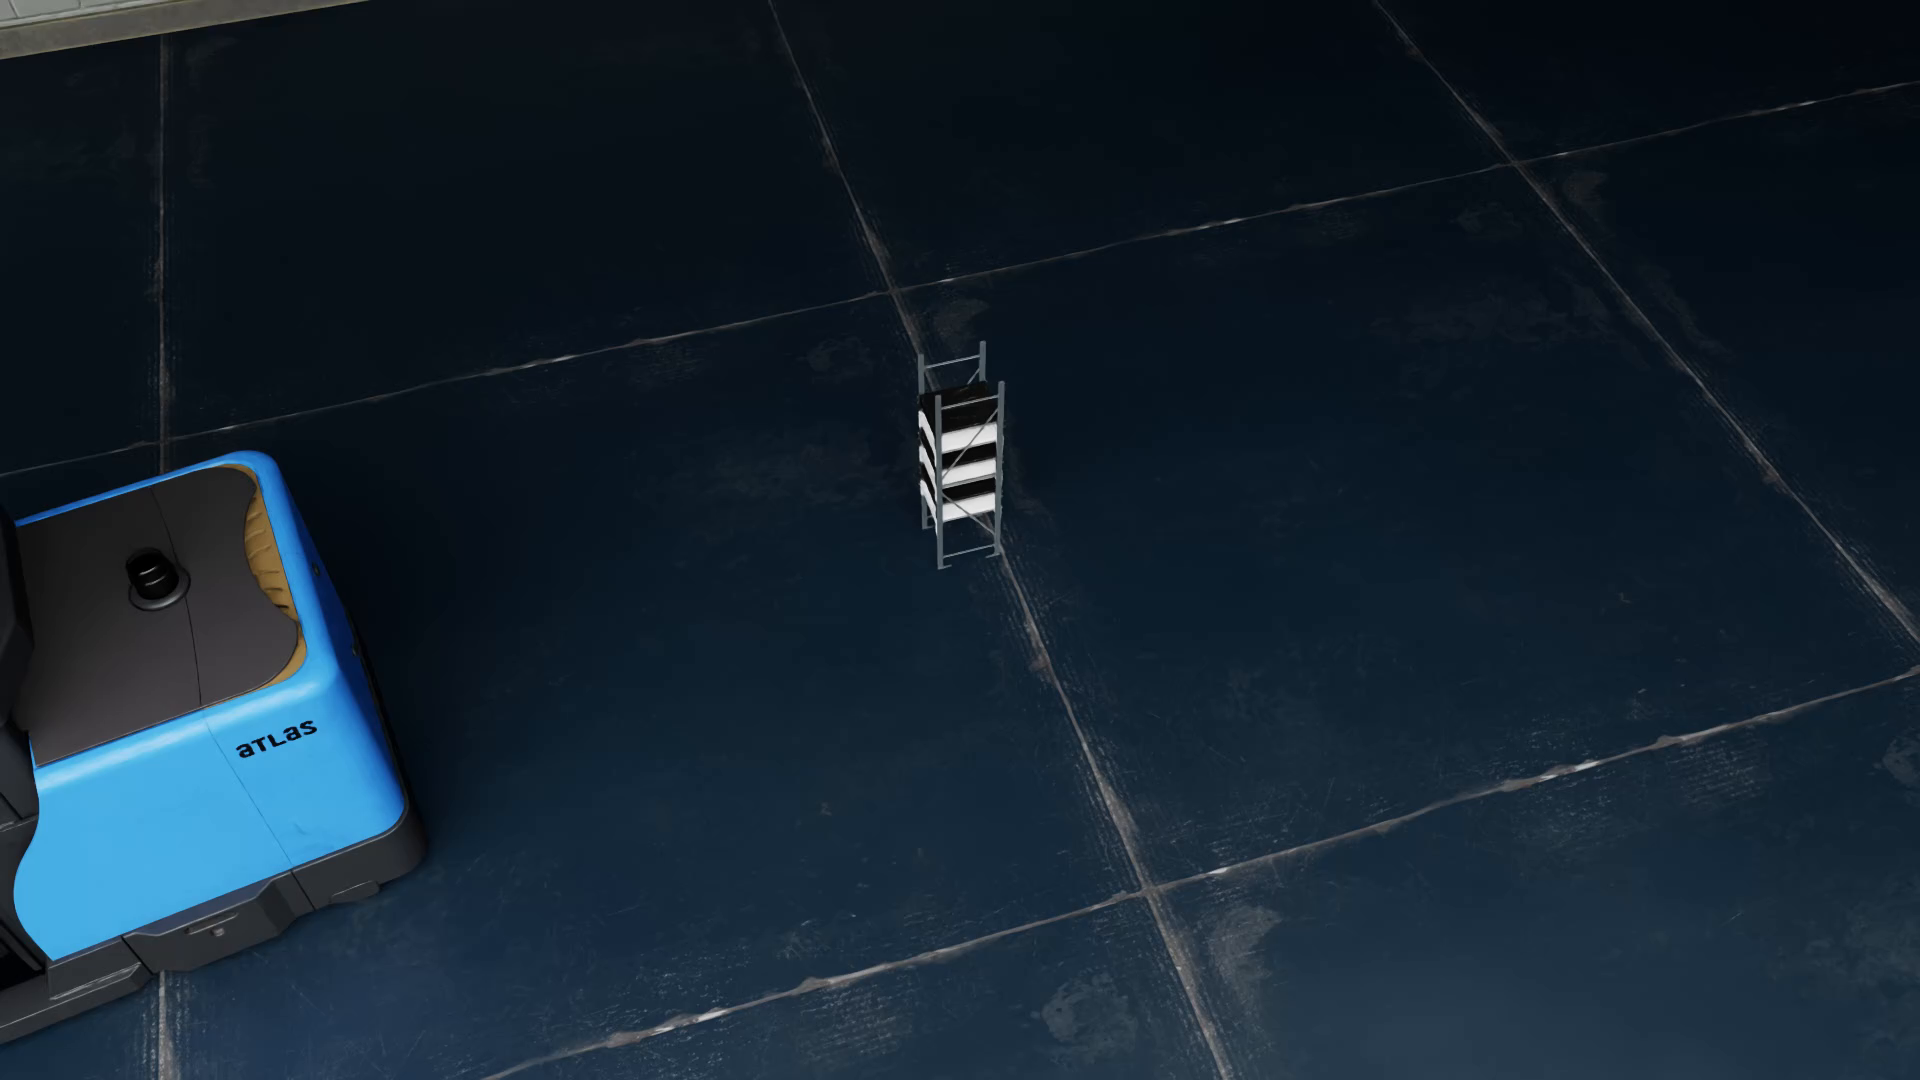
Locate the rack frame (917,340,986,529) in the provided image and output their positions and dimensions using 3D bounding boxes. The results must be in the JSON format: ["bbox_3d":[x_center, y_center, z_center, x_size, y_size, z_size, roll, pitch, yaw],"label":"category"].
[{"bbox_3d":[-0.028,-0.358,5.964,0.240,0.900,0.006,-13,51,-11],"label":"rack frame"}]

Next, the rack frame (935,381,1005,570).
[{"bbox_3d":[0.032,-0.210,5.838,0.240,0.900,0.006,-13,51,-11],"label":"rack frame"}]

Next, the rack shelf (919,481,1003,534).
[{"bbox_3d":[0.002,-0.147,6.064,0.258,0.077,0.200,-13,51,-11],"label":"rack shelf"}]

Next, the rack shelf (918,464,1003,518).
[{"bbox_3d":[0.002,-0.205,5.995,0.258,0.077,0.200,-13,51,-11],"label":"rack shelf"}]

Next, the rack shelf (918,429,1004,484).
[{"bbox_3d":[0.002,-0.321,5.858,0.258,0.077,0.200,-13,51,-11],"label":"rack shelf"}]

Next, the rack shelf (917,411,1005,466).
[{"bbox_3d":[0.002,-0.379,5.789,0.258,0.077,0.200,-13,51,-11],"label":"rack shelf"}]

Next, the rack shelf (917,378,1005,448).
[{"bbox_3d":[0.002,-0.437,5.720,0.258,0.077,0.200,-13,51,-11],"label":"rack shelf"}]

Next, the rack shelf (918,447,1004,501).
[{"bbox_3d":[0.002,-0.263,5.926,0.258,0.077,0.200,-13,51,-11],"label":"rack shelf"}]

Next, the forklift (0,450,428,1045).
[{"bbox_3d":[-3.260,0.277,4.100,3.031,2.935,1.130,-21,53,-16],"label":"forklift"}]

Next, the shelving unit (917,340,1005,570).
[{"bbox_3d":[0.002,-0.284,5.901,0.258,0.900,0.210,-13,51,-11],"label":"shelving unit"}]
